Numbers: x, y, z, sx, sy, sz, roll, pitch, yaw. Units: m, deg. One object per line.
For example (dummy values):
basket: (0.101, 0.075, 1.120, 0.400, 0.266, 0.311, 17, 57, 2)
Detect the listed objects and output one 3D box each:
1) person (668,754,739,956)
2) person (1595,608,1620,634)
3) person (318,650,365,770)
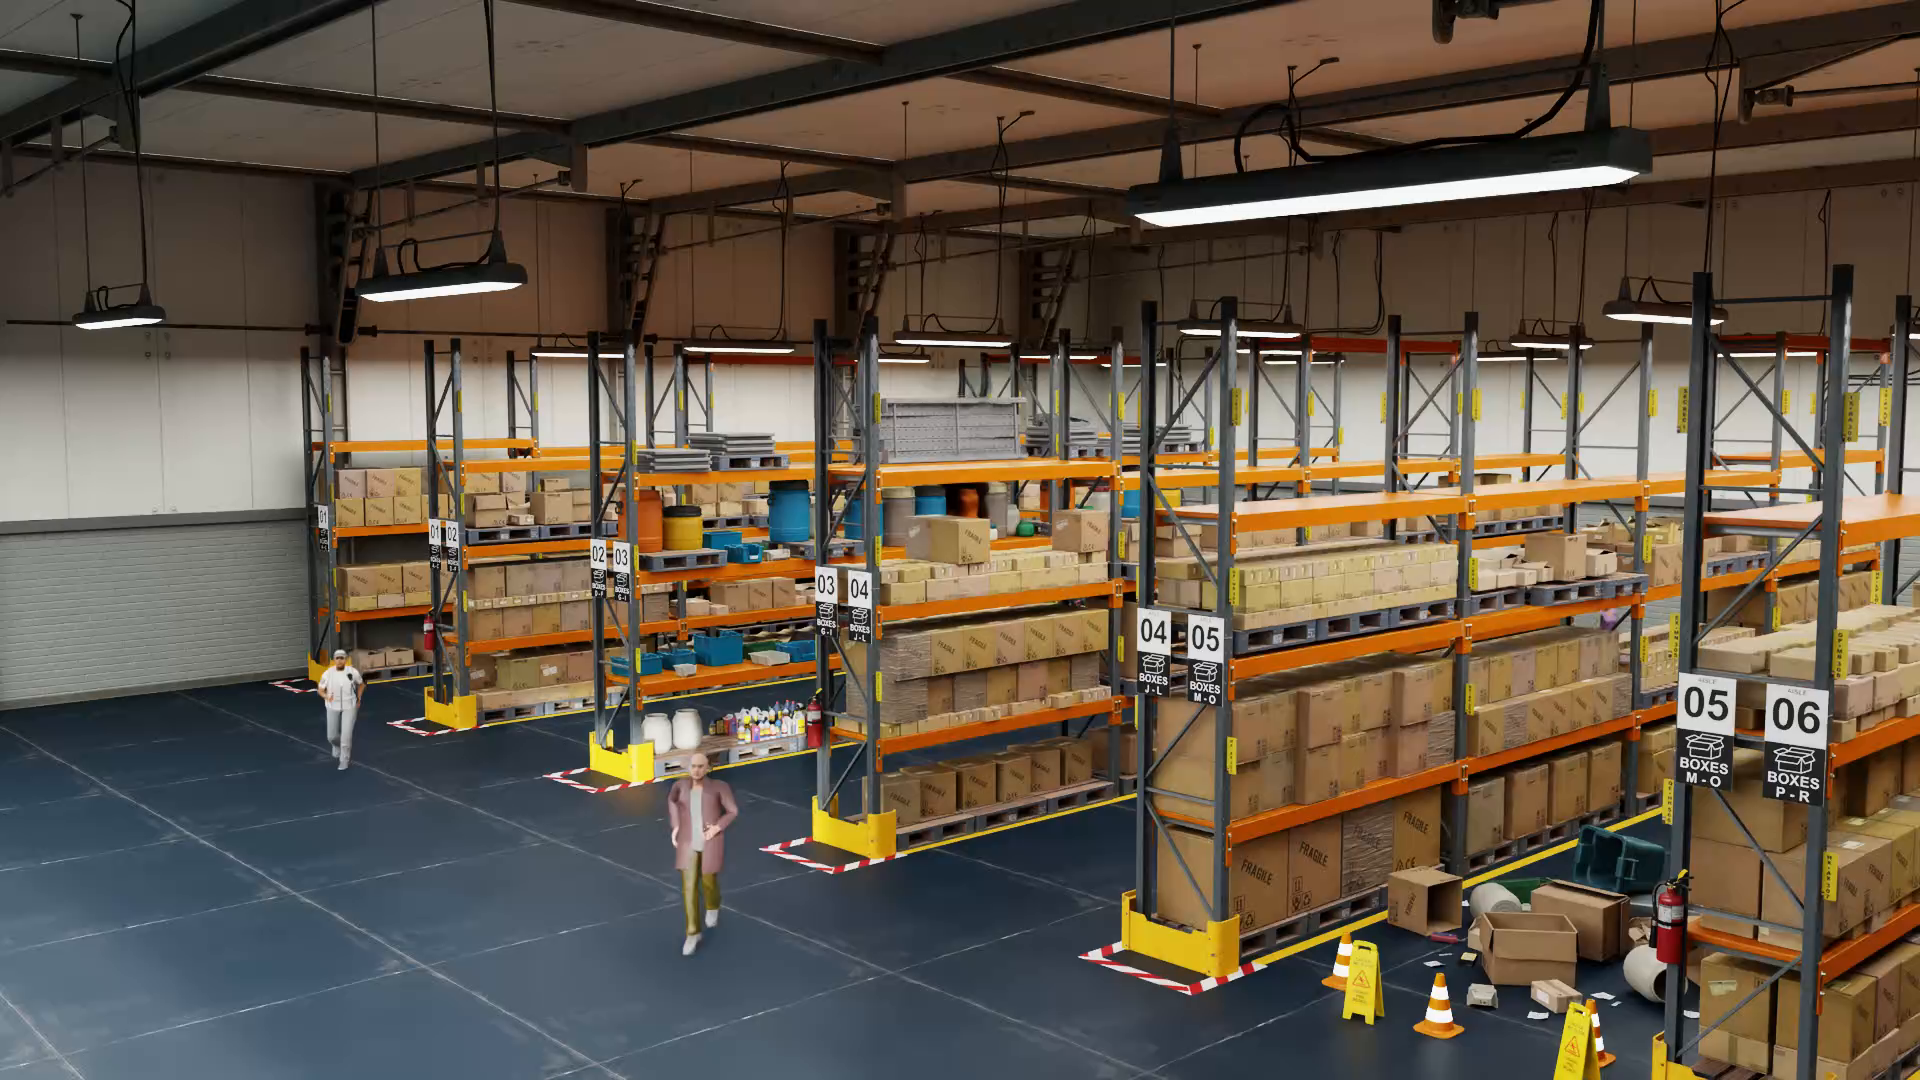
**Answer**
person: (-2.437, 2.897, 15.722, 0.712, 1.799, 0.994, 0, 5, 1)
person: (11.580, 1.782, 29.631, 0.573, 1.539, 0.562, 0, 5, -3)
person: (-8.564, 2.324, 23.047, 0.608, 1.630, 0.706, -2, 5, -18)
